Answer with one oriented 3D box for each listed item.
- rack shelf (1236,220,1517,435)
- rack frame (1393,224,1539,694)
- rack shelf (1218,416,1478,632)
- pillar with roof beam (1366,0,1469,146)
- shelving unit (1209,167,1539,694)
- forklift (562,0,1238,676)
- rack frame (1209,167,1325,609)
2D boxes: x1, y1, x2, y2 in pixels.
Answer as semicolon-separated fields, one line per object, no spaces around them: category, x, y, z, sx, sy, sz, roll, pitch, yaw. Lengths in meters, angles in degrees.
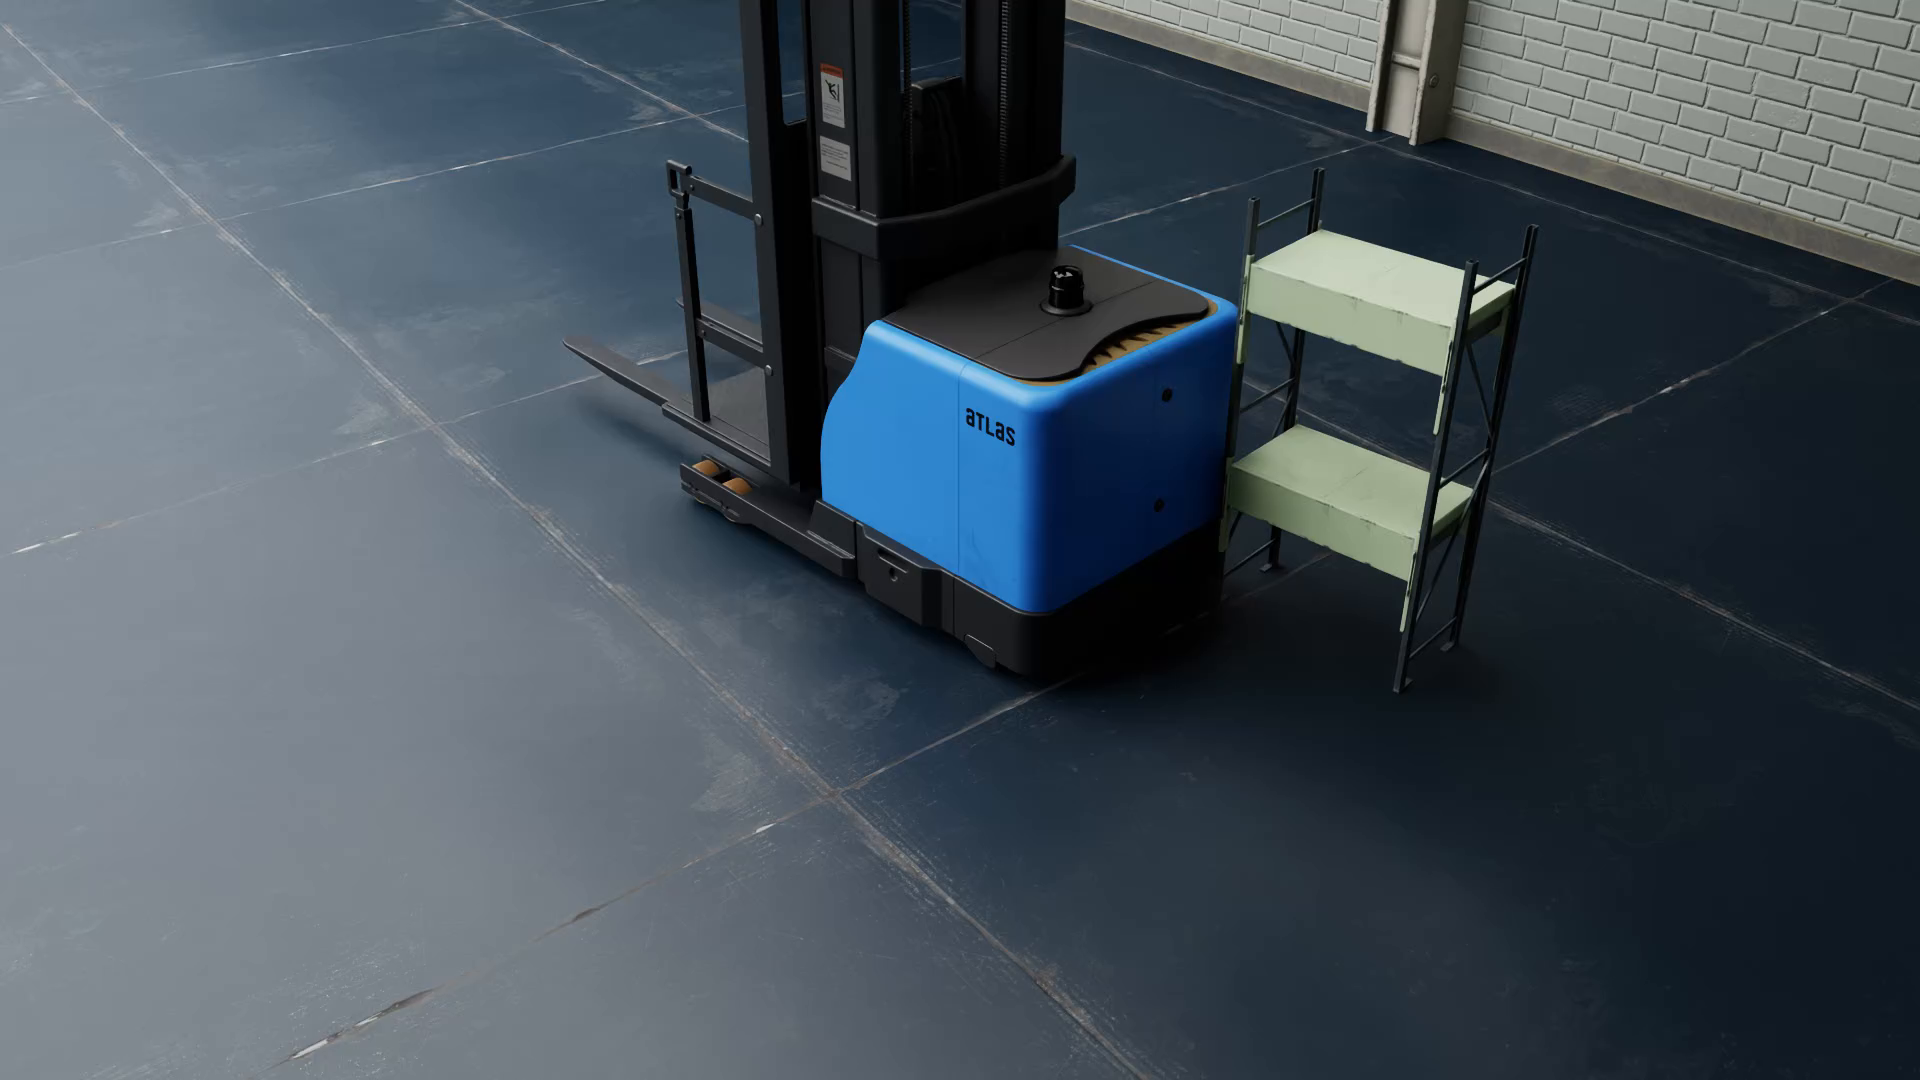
rack shelf;1.293;-0.677;5.180;0.720;0.370;0.431;26;40;35
rack frame;1.562;-0.215;5.175;0.023;1.500;0.400;26;40;35
rack shelf;1.293;-0.069;5.558;0.720;0.370;0.431;26;40;35
pillar with roof beam;-0.631;-4.958;5.704;9.100;9.000;0.400;-22;38;-31
shelving unit;1.293;-0.346;5.386;0.755;1.500;0.431;26;40;35
forklift;-0.438;-1.482;5.858;1.130;2.935;3.031;-27;41;-36
rack frame;1.024;-0.477;5.597;0.023;1.500;0.400;26;40;35
